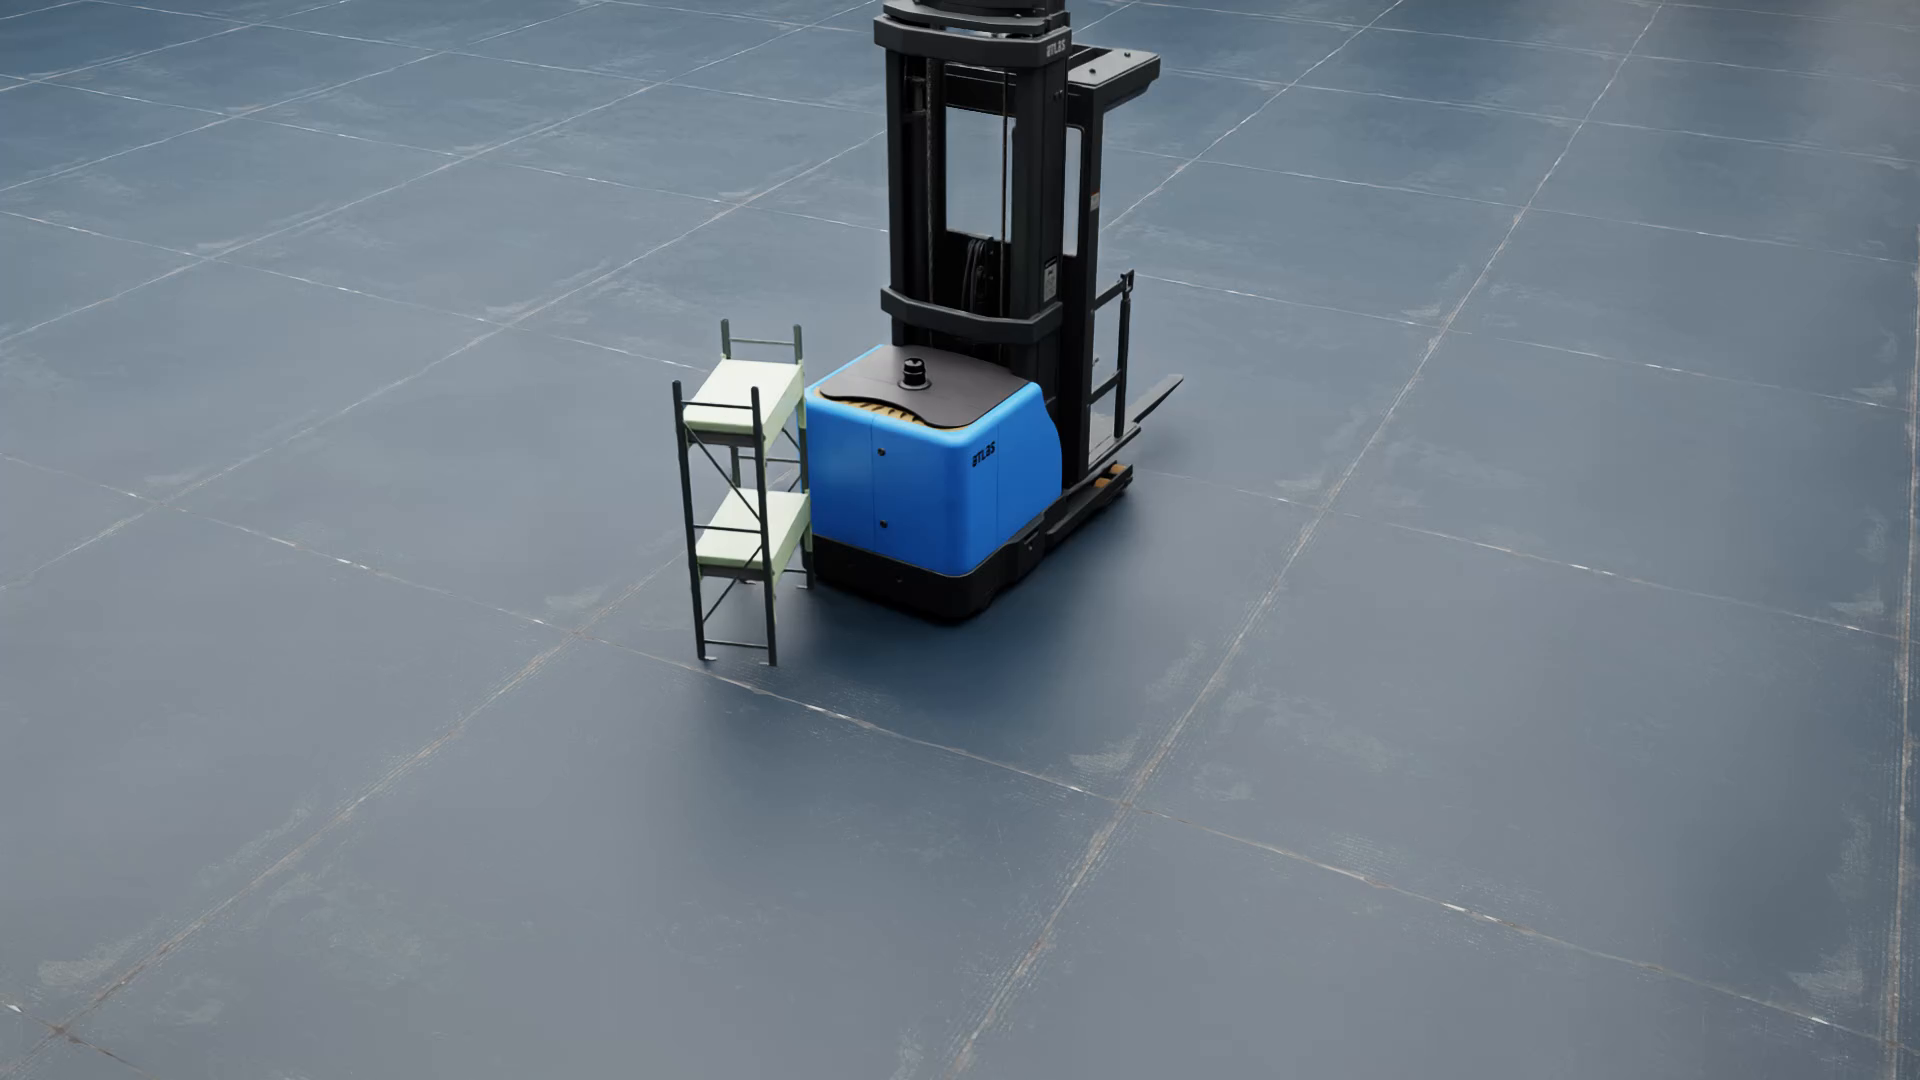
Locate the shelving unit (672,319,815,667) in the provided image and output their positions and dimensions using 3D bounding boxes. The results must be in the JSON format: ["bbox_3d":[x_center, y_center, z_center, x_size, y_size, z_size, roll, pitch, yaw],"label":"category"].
[{"bbox_3d":[-1.032,-0.227,8.139,0.431,1.500,0.755,5,30,9],"label":"shelving unit"}]

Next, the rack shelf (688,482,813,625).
[{"bbox_3d":[-1.032,0.056,8.302,0.431,0.370,0.720,5,30,9],"label":"rack shelf"}]

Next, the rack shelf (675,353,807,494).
[{"bbox_3d":[-1.032,-0.565,7.945,0.431,0.370,0.720,5,30,9],"label":"rack shelf"}]

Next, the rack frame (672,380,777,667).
[{"bbox_3d":[-1.097,-0.048,7.827,0.400,1.500,0.023,5,30,9],"label":"rack frame"}]

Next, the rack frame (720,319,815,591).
[{"bbox_3d":[-0.968,-0.406,8.452,0.400,1.500,0.023,5,30,9],"label":"rack frame"}]

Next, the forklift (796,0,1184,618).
[{"bbox_3d":[0.354,-1.574,9.047,1.130,2.935,3.031,17,34,27],"label":"forklift"}]
